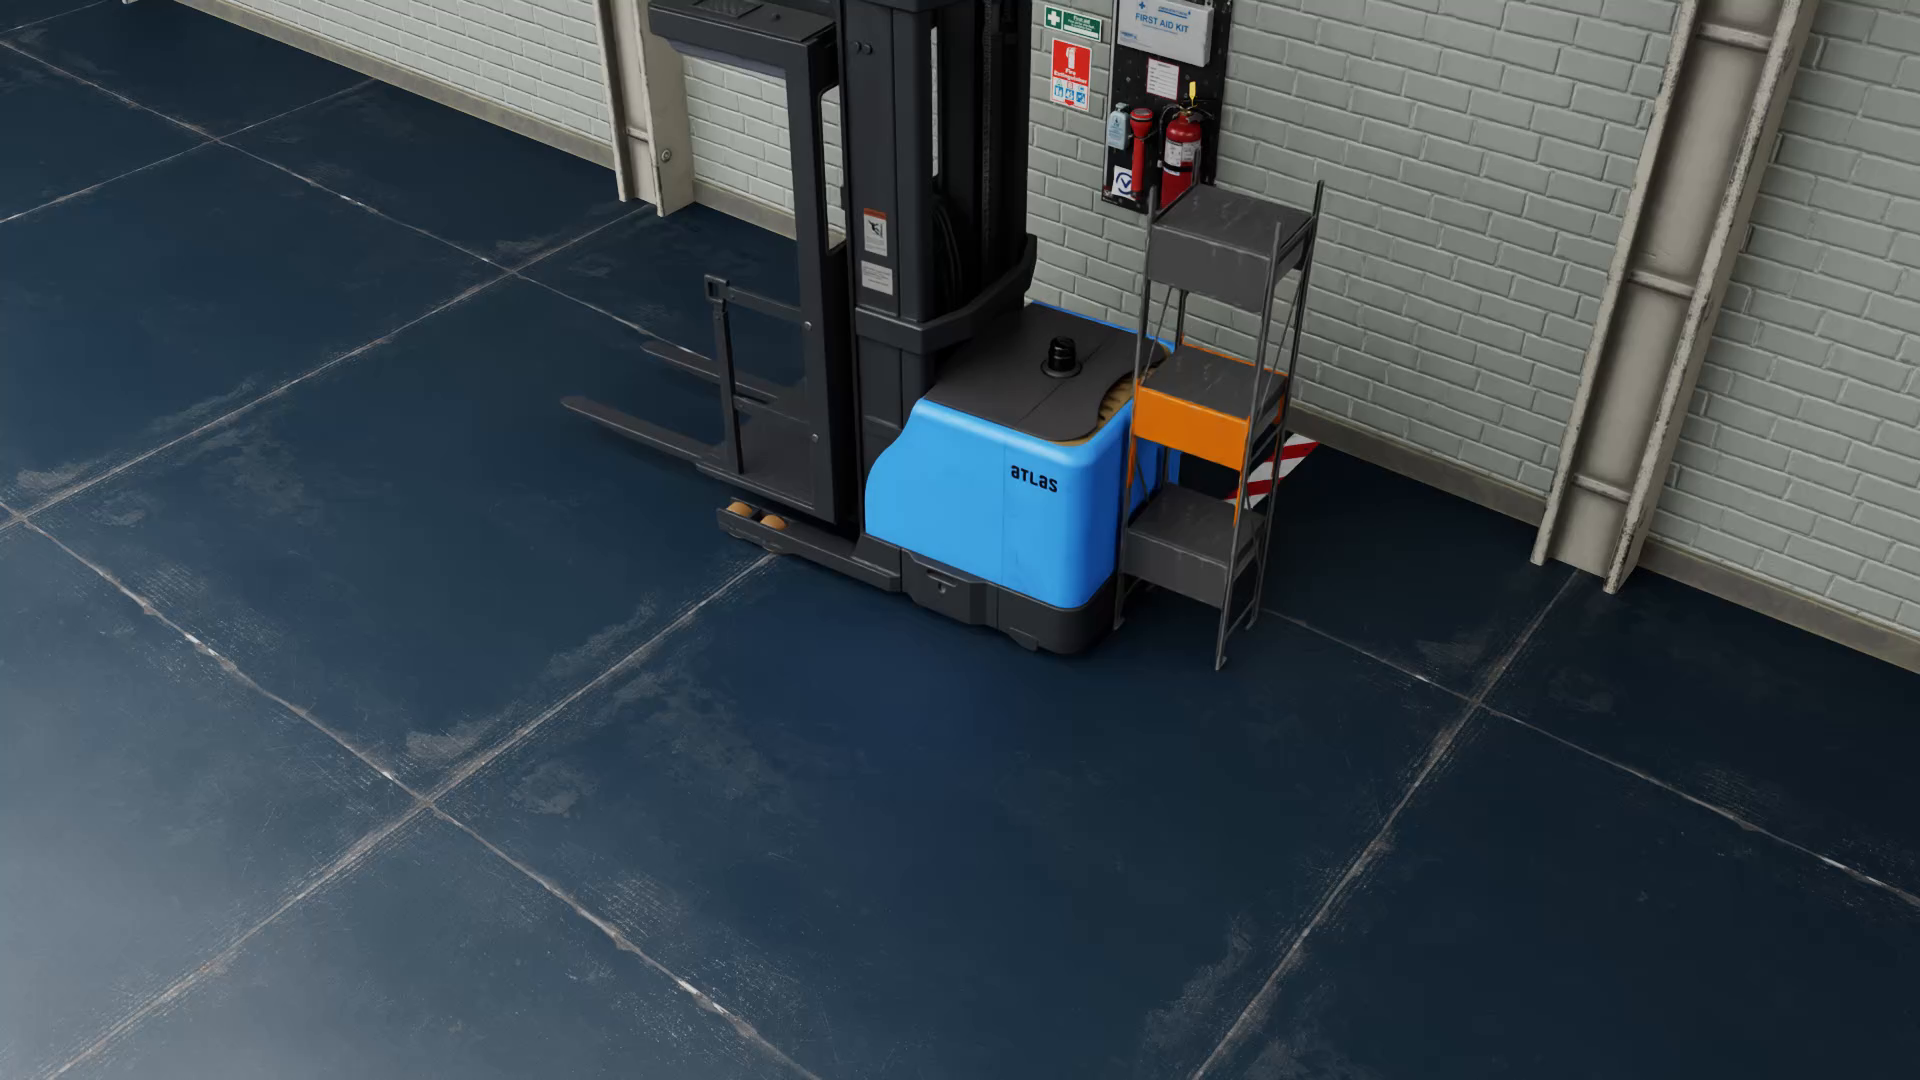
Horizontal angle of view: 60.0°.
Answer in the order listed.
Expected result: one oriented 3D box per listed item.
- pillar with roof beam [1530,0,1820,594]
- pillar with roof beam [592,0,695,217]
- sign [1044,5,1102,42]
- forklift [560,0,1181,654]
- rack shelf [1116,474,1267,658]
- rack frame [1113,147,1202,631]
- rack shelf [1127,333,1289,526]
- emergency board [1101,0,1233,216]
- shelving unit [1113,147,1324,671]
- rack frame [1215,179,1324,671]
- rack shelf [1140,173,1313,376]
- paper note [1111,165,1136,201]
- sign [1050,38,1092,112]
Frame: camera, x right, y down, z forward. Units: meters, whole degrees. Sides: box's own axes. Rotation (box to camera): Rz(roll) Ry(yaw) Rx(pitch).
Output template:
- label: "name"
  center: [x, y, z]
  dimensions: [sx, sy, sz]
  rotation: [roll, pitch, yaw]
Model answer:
- label: "pillar with roof beam"
  center: [0.248, -1.339, 2.160]
  dimensions: [0.400, 9.000, 9.100]
  rotation: [25, 45, 29]
- label: "pillar with roof beam"
  center: [-4.518, -3.586, 5.031]
  dimensions: [0.400, 9.000, 9.100]
  rotation: [25, 45, 29]
- label: "sign"
  center: [0.545, -2.503, 8.055]
  dimensions: [0.331, 0.109, 0.001]
  rotation: [25, 45, 29]
- label: "forklift"
  center: [-0.531, -1.356, 7.104]
  dimensions: [3.031, 2.935, 1.130]
  rotation: [21, 43, 24]
- label: "rack shelf"
  center: [0.987, 0.105, 7.067]
  dimensions: [0.480, 0.518, 0.431]
  rotation: [21, 43, 24]
- label: "rack frame"
  center: [0.784, -0.536, 6.725]
  dimensions: [0.015, 2.100, 0.400]
  rotation: [21, 43, 24]
- label: "rack shelf"
  center: [0.991, -0.444, 6.633]
  dimensions: [0.480, 0.518, 0.431]
  rotation: [21, 43, 24]
- label: "emergency board"
  center: [0.923, -2.029, 7.908]
  dimensions: [0.643, 1.169, 0.194]
  rotation: [25, 45, 29]
- label: "shelving unit"
  center: [0.991, -0.455, 6.625]
  dimensions: [0.503, 2.100, 0.431]
  rotation: [21, 43, 24]
- label: "rack frame"
  center: [1.199, -0.375, 6.525]
  dimensions: [0.015, 2.100, 0.400]
  rotation: [21, 43, 24]
- label: "rack shelf"
  center: [0.996, -0.994, 6.200]
  dimensions: [0.480, 0.518, 0.431]
  rotation: [21, 43, 24]
- label: "paper note"
  center: [0.825, -1.782, 8.308]
  dimensions: [0.142, 0.148, 0.016]
  rotation: [25, 45, 29]
- label: "sign"
  center: [0.547, -2.301, 8.226]
  dimensions: [0.234, 0.329, 0.001]
  rotation: [25, 45, 29]
